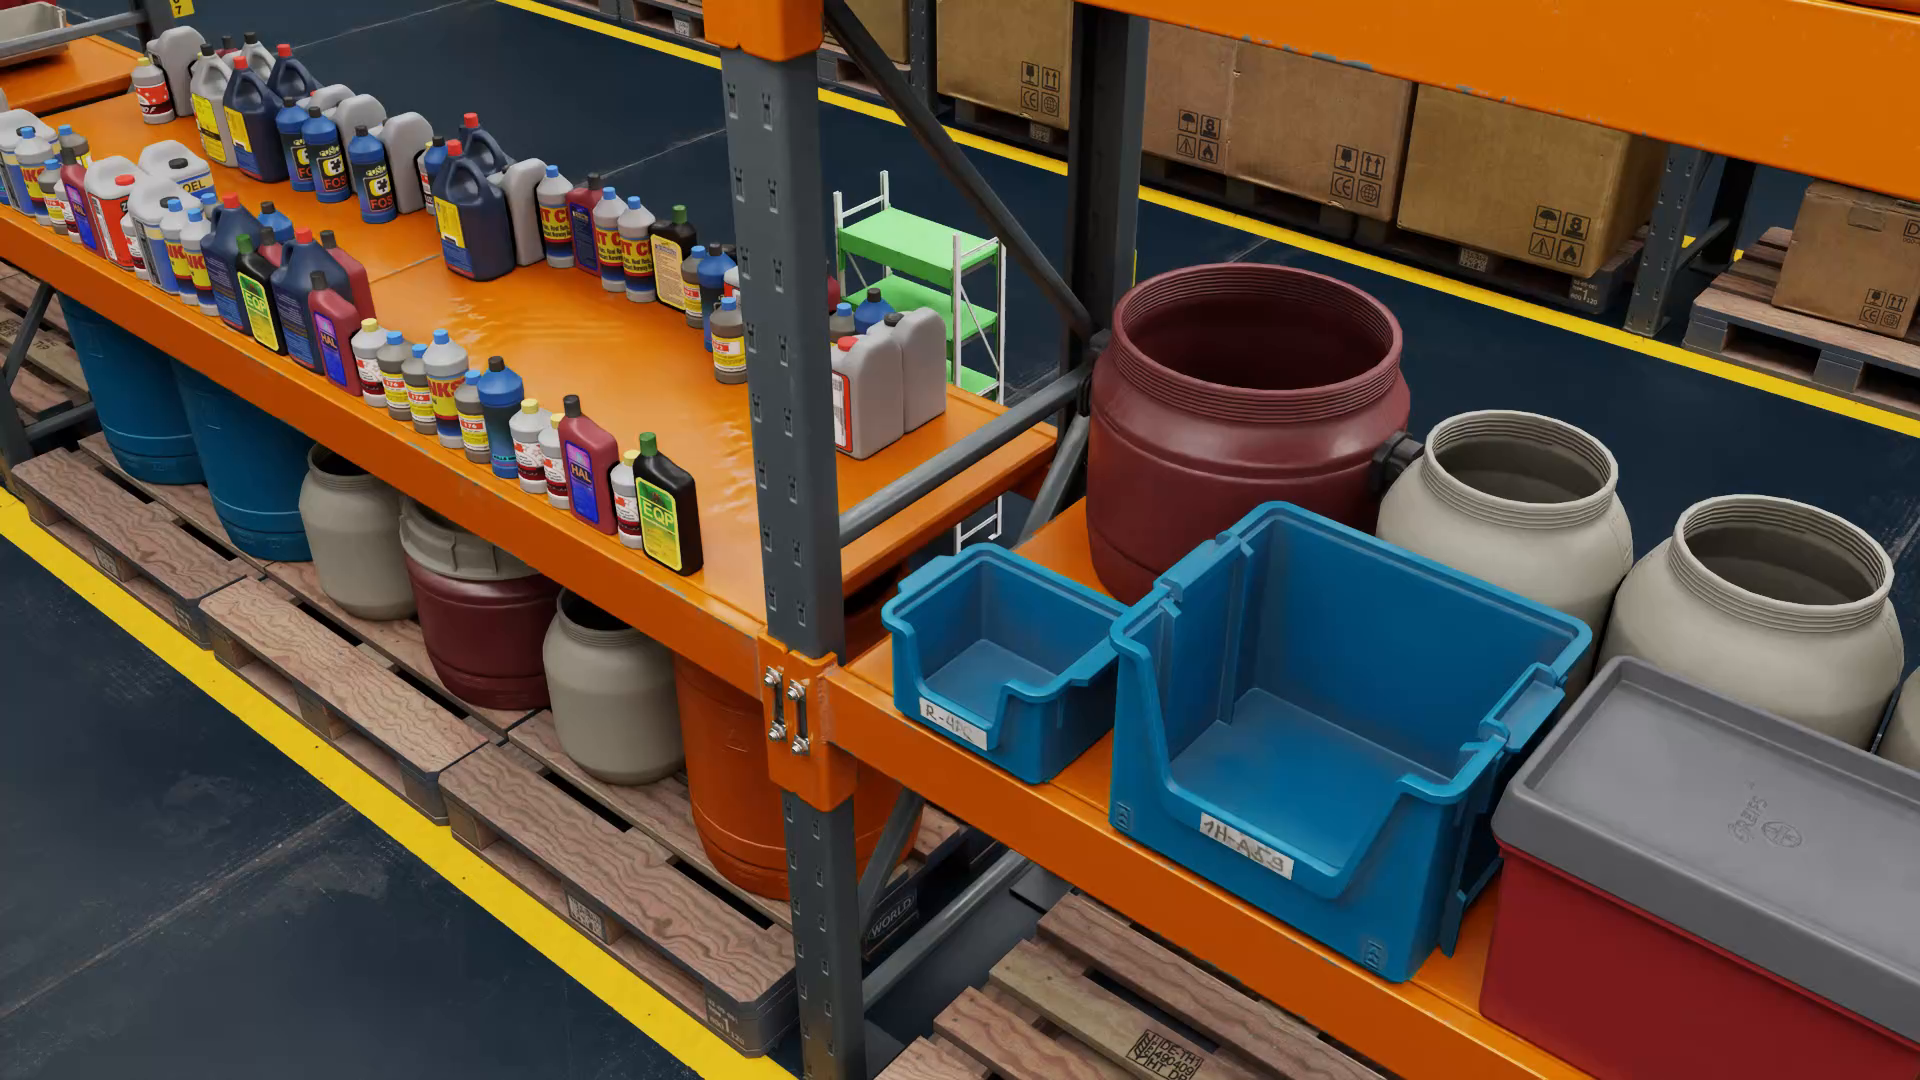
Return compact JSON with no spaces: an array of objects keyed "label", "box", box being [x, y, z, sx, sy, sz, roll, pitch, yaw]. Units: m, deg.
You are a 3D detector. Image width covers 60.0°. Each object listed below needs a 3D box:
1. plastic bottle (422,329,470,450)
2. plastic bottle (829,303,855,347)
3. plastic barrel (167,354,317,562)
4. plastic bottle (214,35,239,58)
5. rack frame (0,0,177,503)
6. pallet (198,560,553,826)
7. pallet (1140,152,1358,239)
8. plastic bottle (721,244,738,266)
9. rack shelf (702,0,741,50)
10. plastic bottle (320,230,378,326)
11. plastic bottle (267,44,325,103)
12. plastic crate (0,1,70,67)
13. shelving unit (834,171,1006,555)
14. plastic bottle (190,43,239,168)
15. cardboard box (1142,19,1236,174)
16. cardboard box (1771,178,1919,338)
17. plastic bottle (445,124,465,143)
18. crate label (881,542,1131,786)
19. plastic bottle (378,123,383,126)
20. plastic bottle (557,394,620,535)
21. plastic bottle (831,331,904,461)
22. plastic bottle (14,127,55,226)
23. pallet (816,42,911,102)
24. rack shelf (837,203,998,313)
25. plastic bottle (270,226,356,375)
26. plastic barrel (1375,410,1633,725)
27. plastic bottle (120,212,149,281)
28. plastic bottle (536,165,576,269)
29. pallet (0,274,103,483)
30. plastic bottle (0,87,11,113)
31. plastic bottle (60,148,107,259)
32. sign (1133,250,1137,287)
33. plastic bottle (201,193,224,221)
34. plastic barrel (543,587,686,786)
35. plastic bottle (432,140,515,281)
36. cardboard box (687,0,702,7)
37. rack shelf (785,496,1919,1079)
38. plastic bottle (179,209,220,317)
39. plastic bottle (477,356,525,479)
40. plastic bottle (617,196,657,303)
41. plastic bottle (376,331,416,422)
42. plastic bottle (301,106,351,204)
[{"label":"plastic bottle","box":[-1.137,-0.343,3.714,0.097,0.271,0.097,0,34,0]},{"label":"plastic bottle","box":[-0.272,-0.466,3.954,0.097,0.201,0.097,0,34,0]},{"label":"plastic barrel","box":[-2.122,-0.457,5.248,0.708,0.901,0.600,25,42,32]},{"label":"plastic bottle","box":[-2.357,-1.496,5.381,0.133,0.283,0.061,25,42,32]},{"label":"rack frame","box":[-3.074,-1.610,5.445,0.127,3.000,1.000,25,42,32]},{"label":"pallet","box":[-1.566,0.279,5.157,1.213,0.211,1.003,25,42,32]},{"label":"pallet","box":[1.678,-1.927,8.369,1.213,0.211,1.003,25,42,32]},{"label":"plastic bottle","box":[-0.555,-0.646,4.144,0.133,0.283,0.061,25,42,32]},{"label":"rack shelf","box":[-1.537,-1.825,3.744,4.000,0.370,1.077,25,42,32]},{"label":"plastic bottle","box":[-1.512,-0.618,4.103,0.133,0.283,0.061,25,42,32]},{"label":"plastic bottle","box":[-2.016,-1.332,5.084,0.185,0.351,0.144,25,42,32]},{"label":"plastic crate","box":[-3.340,-1.757,5.838,0.243,0.136,0.396,25,42,32]},{"label":"shelving unit","box":[-0.127,-0.555,5.498,0.503,1.200,0.258,25,42,32]},{"label":"plastic bottle","box":[-2.250,-1.336,5.090,0.185,0.351,0.144,25,42,32]},{"label":"cardboard box","box":[1.287,-2.516,8.269,0.875,0.875,1.225,24,41,30]},{"label":"cardboard box","box":[3.697,-1.233,6.715,0.500,0.500,0.700,23,41,30]},{"label":"plastic bottle","box":[-1.407,-1.048,4.729,0.133,0.283,0.061,25,42,32]},{"label":"crate label","box":[0.084,0.224,2.923,0.416,0.233,0.303,25,42,32]},{"label":"plastic bottle","box":[-1.686,-1.132,4.924,0.097,0.201,0.097,0,34,0]},{"label":"plastic bottle","box":[-0.761,-0.157,3.433,0.133,0.283,0.061,25,42,32]},{"label":"plastic bottle","box":[-0.223,-0.341,3.707,0.135,0.276,0.152,25,42,32]},{"label":"plastic bottle","box":[-2.609,-1.037,4.724,0.097,0.271,0.097,0,34,0]},{"label":"pallet","box":[-0.439,-2.925,9.822,1.213,0.211,1.003,25,42,32]},{"label":"rack shelf","box":[-0.127,-0.898,5.262,0.480,0.148,0.258,25,42,32]},{"label":"plastic bottle","box":[-1.558,-0.591,4.005,0.185,0.351,0.144,25,42,32]},{"label":"plastic barrel","box":[0.928,0.073,2.896,0.421,0.512,0.421,0,34,0]},{"label":"plastic bottle","box":[-2.179,-0.805,4.448,0.097,0.201,0.097,0,34,0]},{"label":"plastic bottle","box":[-1.085,-0.878,4.492,0.097,0.271,0.097,0,34,0]},{"label":"pallet","box":[-3.664,-0.710,6.597,1.213,0.211,1.003,25,42,32]},{"label":"plastic bottle","box":[-2.980,-1.306,5.046,0.185,0.351,0.144,25,42,32]},{"label":"plastic bottle","box":[-2.382,-0.922,4.545,0.133,0.283,0.061,25,42,32]},{"label":"sign","box":[0.347,-0.470,3.641,0.005,0.325,0.100,25,42,32]},{"label":"plastic bottle","box":[-2.006,-0.836,4.493,0.097,0.201,0.097,0,34,0]},{"label":"plastic barrel","box":[-0.878,0.356,4.409,0.421,0.512,0.421,0,34,0]},{"label":"plastic bottle","box":[-1.305,-0.885,4.433,0.185,0.351,0.144,25,42,32]},{"label":"cardboard box","box":[-1.052,-3.662,9.938,0.875,0.875,0.875,25,42,32]},{"label":"rack shelf","box":[1.537,0.860,2.484,4.000,0.370,1.077,25,42,32]},{"label":"plastic bottle","box":[-1.926,-0.715,4.255,0.097,0.271,0.097,0,34,0]},{"label":"plastic bottle","box":[-0.987,-0.273,3.611,0.097,0.271,0.097,0,34,0]},{"label":"plastic bottle","box":[-0.832,-0.759,4.319,0.097,0.271,0.097,0,34,0]},{"label":"plastic bottle","box":[-1.287,-0.385,3.836,0.097,0.201,0.097,0,34,0]},{"label":"plastic bottle","box":[-1.858,-1.130,4.859,0.097,0.271,0.097,0,34,0]}]
